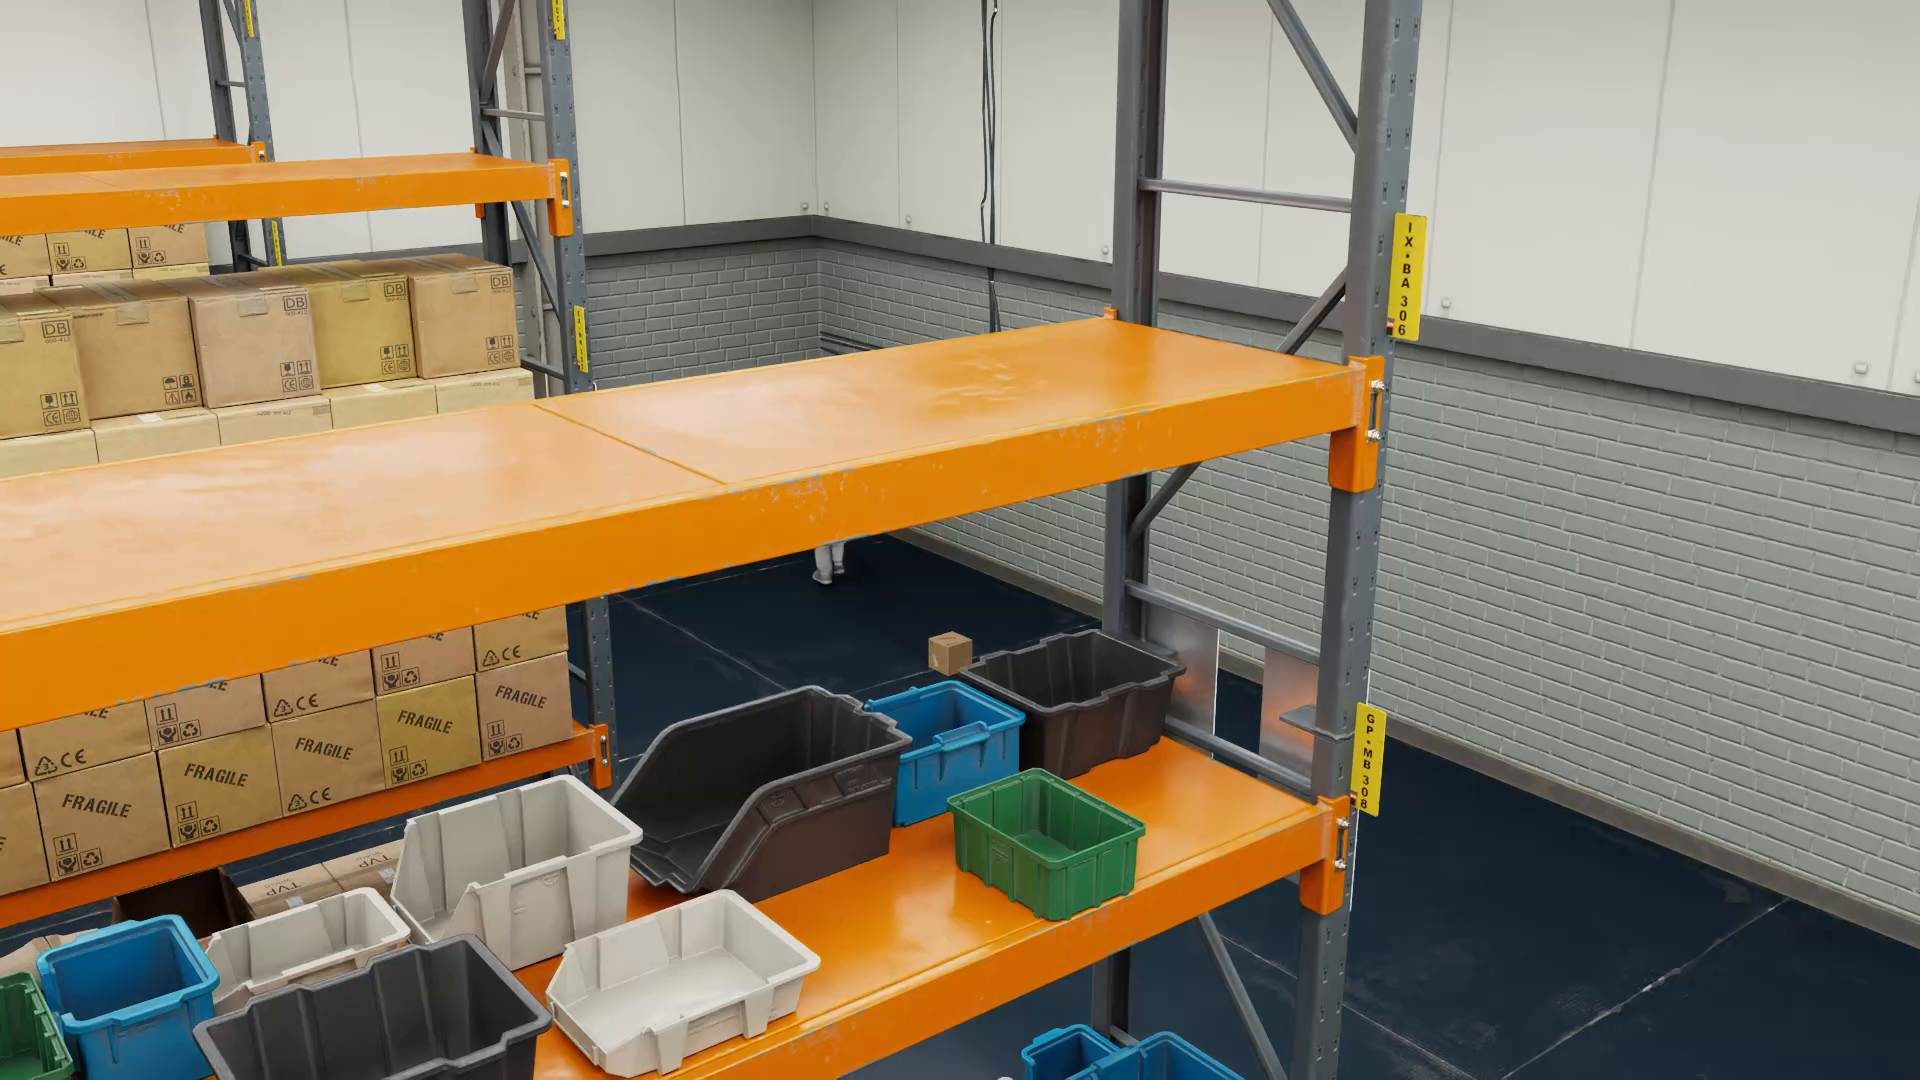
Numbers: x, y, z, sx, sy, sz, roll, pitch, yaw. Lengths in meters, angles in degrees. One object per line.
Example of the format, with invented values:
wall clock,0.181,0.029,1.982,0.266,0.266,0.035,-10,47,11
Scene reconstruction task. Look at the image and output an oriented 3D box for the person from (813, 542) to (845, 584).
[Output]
person,-1.238,-0.458,15.137,0.574,1.848,0.501,-8,19,-24
